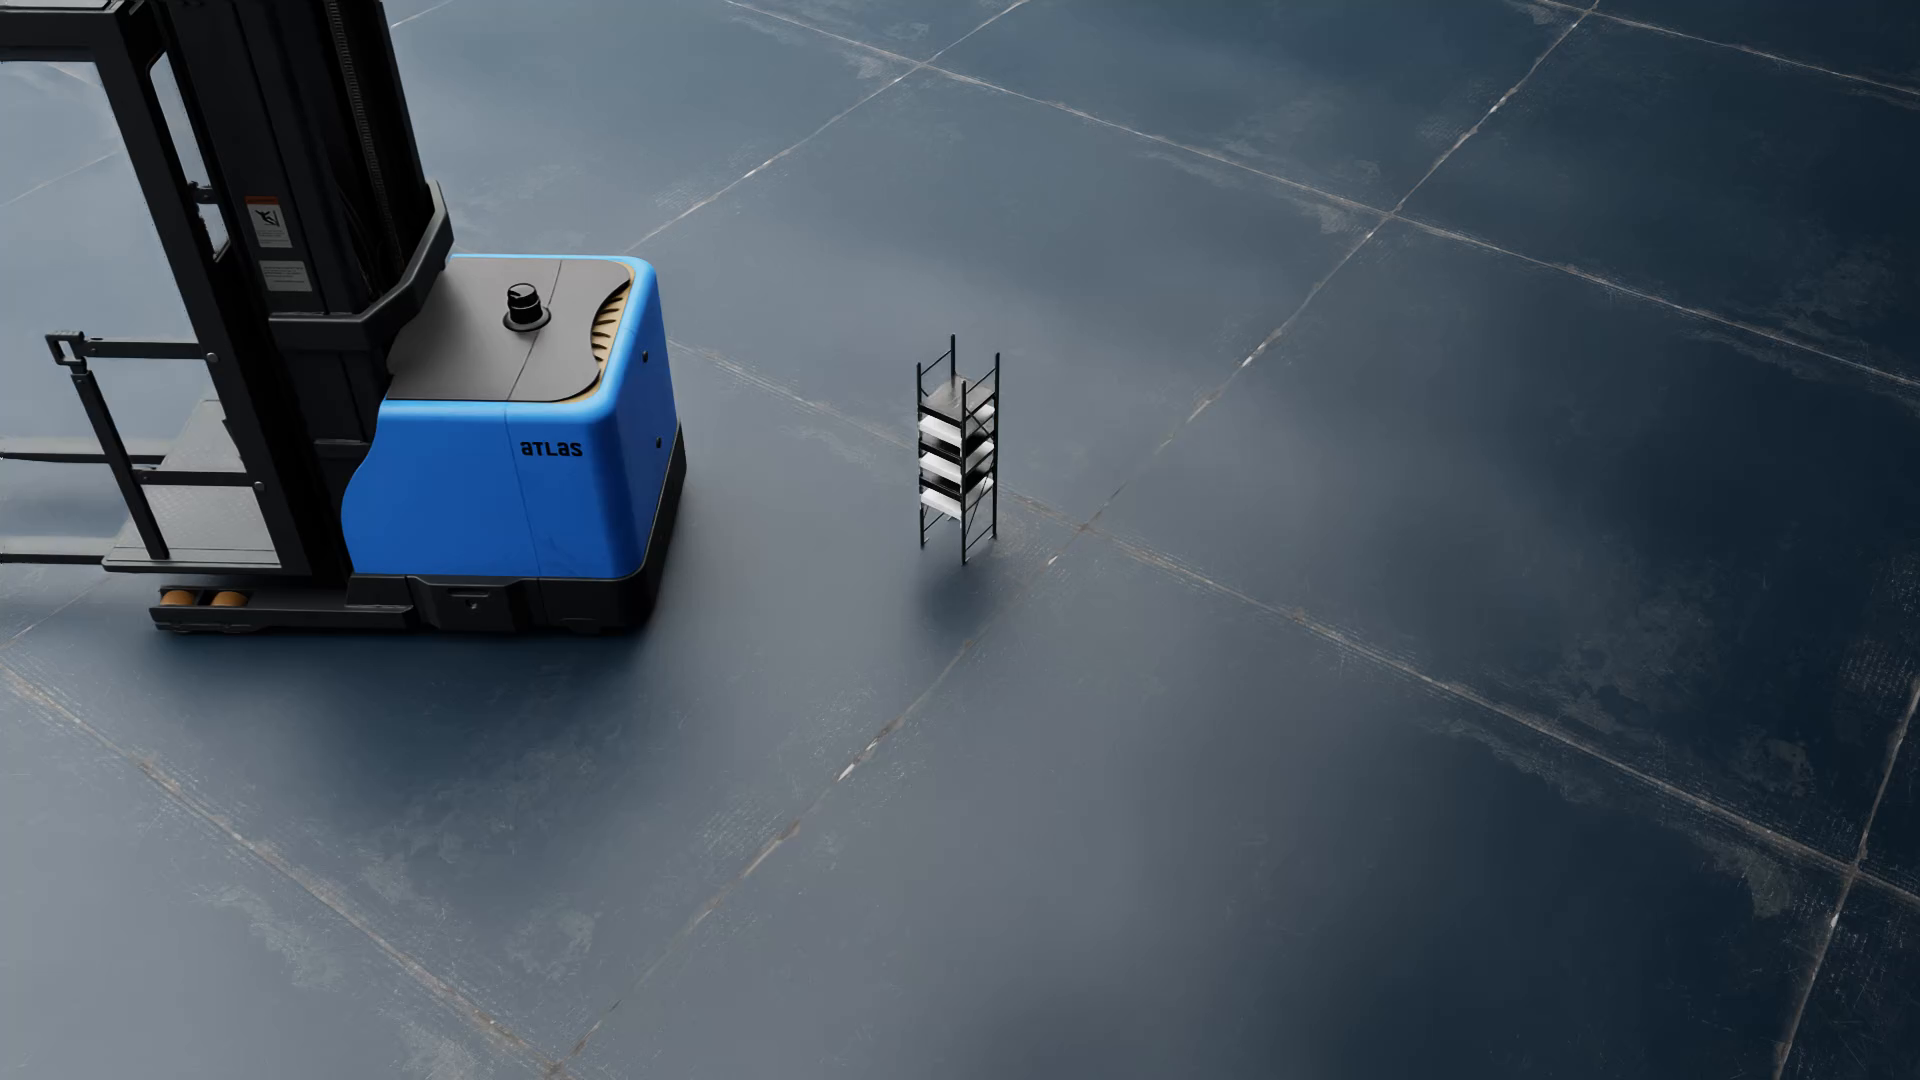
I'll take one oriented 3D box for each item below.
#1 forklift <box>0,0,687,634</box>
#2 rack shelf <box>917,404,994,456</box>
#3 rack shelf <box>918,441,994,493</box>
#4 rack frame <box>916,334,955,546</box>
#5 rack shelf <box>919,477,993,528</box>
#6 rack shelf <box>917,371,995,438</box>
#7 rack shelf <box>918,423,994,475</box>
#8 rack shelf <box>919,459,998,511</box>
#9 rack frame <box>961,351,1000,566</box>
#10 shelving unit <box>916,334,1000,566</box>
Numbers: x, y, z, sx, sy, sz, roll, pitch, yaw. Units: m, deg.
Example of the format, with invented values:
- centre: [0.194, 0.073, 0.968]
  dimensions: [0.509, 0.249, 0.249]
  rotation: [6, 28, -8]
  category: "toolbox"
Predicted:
- centre: [-2.672, -1.087, 5.766]
  dimensions: [3.031, 2.935, 1.130]
  rotation: [1, 42, 1]
  category: "forklift"
- centre: [-0.007, -0.448, 6.356]
  dimensions: [0.200, 0.077, 0.258]
  rotation: [25, 48, 25]
  category: "rack shelf"
- centre: [-0.007, -0.314, 6.476]
  dimensions: [0.200, 0.077, 0.258]
  rotation: [25, 48, 25]
  category: "rack shelf"
- centre: [-0.090, -0.377, 6.497]
  dimensions: [0.006, 0.900, 0.240]
  rotation: [25, 48, 25]
  category: "rack frame"
- centre: [-0.007, -0.179, 6.596]
  dimensions: [0.200, 0.077, 0.258]
  rotation: [25, 48, 25]
  category: "rack shelf"
- centre: [-0.007, -0.515, 6.296]
  dimensions: [0.200, 0.077, 0.258]
  rotation: [25, 48, 25]
  category: "rack shelf"
- centre: [-0.007, -0.381, 6.416]
  dimensions: [0.200, 0.077, 0.258]
  rotation: [25, 48, 25]
  category: "rack shelf"
- centre: [-0.007, -0.247, 6.536]
  dimensions: [0.200, 0.077, 0.258]
  rotation: [25, 48, 25]
  category: "rack shelf"
- centre: [0.077, -0.300, 6.410]
  dimensions: [0.006, 0.900, 0.240]
  rotation: [25, 48, 25]
  category: "rack frame"
- centre: [-0.007, -0.338, 6.453]
  dimensions: [0.210, 0.900, 0.258]
  rotation: [25, 48, 25]
  category: "shelving unit"
